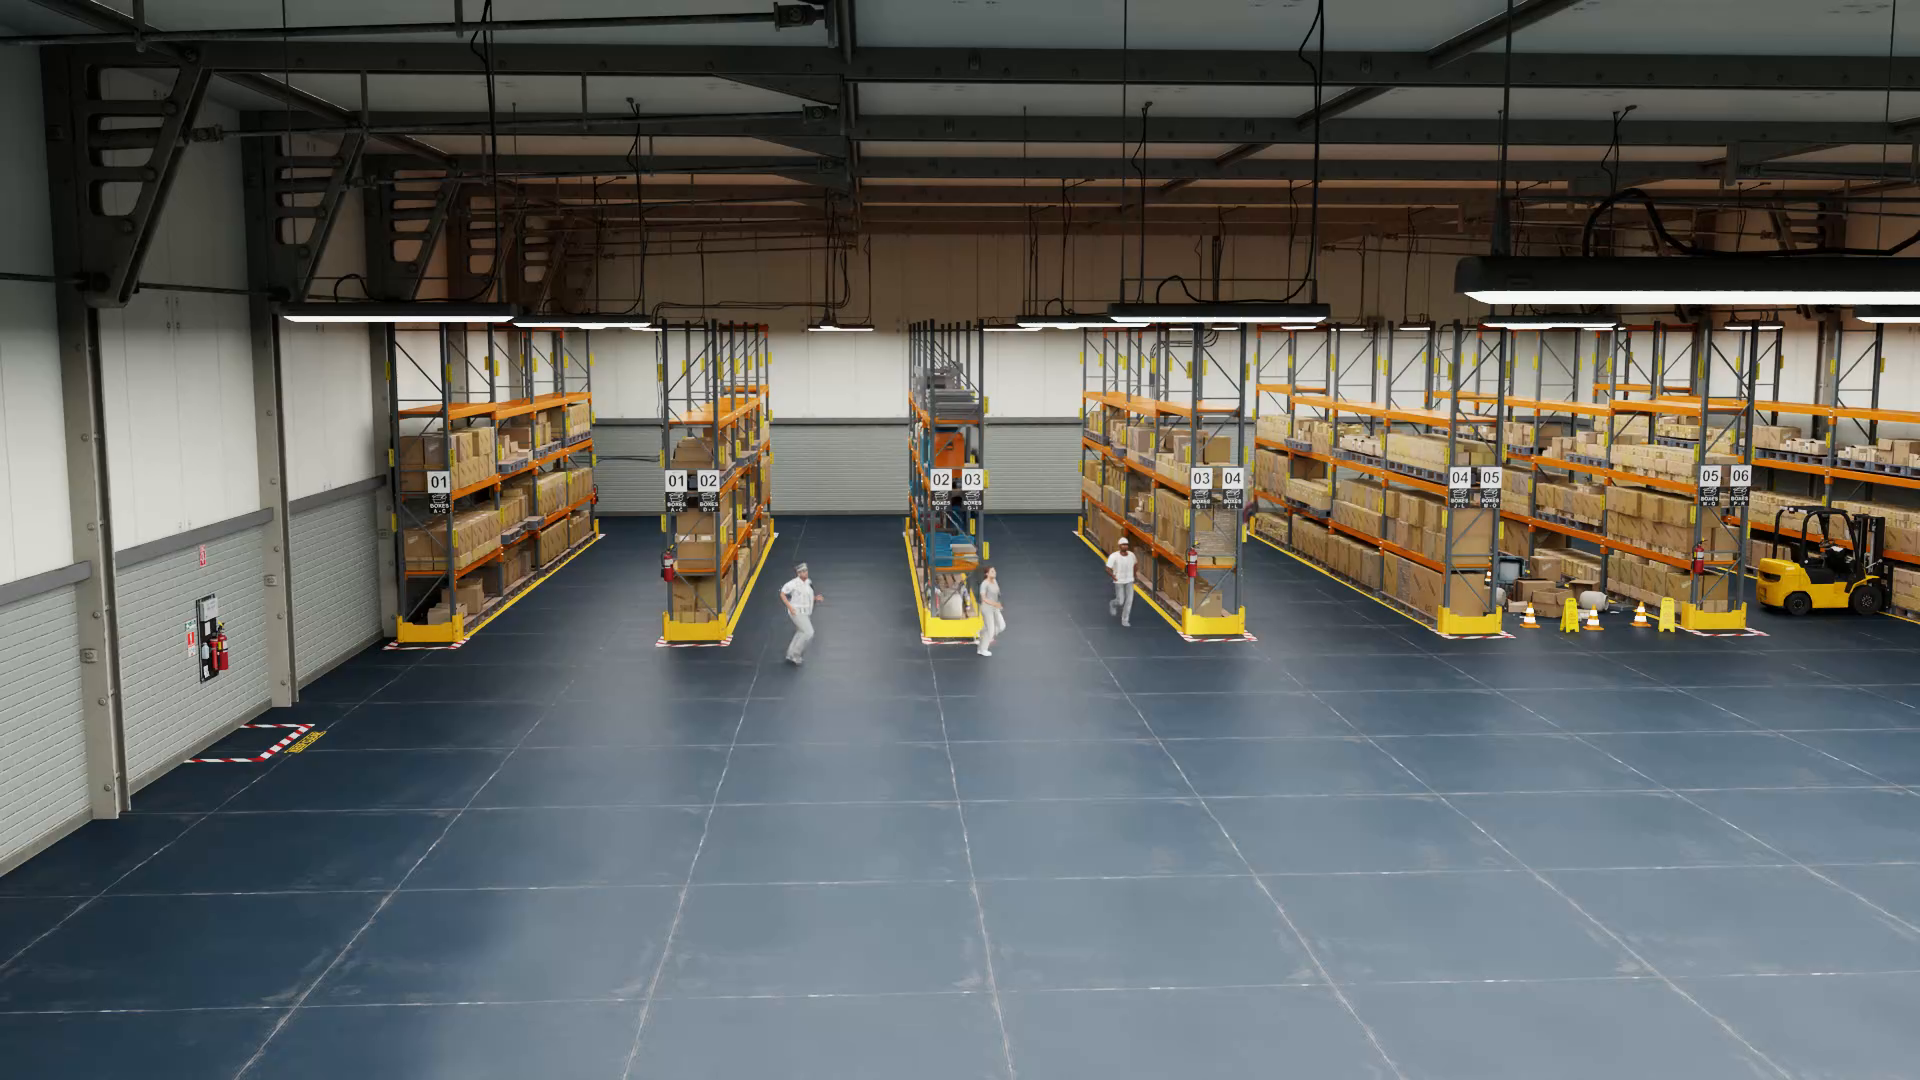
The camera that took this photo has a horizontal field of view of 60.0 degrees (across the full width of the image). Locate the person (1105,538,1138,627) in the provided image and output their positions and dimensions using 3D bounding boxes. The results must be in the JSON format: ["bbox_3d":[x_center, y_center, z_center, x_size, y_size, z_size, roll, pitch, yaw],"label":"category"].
[{"bbox_3d":[3.222,0.822,32.802,0.700,1.738,0.801,-2,7,-15],"label":"person"}]

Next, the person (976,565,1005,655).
[{"bbox_3d":[0.551,1.269,29.758,0.623,1.599,0.588,5,9,34],"label":"person"}]

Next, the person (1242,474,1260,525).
[{"bbox_3d":[8.691,-1.144,49.229,0.775,1.652,0.716,0,7,1],"label":"person"}]

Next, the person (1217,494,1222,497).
[{"bbox_3d":[7.179,-0.955,47.263,0.723,1.727,0.624,2,7,16],"label":"person"}]

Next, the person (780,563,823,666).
[{"bbox_3d":[-2.722,1.292,28.972,0.700,1.811,0.630,3,8,26],"label":"person"}]
